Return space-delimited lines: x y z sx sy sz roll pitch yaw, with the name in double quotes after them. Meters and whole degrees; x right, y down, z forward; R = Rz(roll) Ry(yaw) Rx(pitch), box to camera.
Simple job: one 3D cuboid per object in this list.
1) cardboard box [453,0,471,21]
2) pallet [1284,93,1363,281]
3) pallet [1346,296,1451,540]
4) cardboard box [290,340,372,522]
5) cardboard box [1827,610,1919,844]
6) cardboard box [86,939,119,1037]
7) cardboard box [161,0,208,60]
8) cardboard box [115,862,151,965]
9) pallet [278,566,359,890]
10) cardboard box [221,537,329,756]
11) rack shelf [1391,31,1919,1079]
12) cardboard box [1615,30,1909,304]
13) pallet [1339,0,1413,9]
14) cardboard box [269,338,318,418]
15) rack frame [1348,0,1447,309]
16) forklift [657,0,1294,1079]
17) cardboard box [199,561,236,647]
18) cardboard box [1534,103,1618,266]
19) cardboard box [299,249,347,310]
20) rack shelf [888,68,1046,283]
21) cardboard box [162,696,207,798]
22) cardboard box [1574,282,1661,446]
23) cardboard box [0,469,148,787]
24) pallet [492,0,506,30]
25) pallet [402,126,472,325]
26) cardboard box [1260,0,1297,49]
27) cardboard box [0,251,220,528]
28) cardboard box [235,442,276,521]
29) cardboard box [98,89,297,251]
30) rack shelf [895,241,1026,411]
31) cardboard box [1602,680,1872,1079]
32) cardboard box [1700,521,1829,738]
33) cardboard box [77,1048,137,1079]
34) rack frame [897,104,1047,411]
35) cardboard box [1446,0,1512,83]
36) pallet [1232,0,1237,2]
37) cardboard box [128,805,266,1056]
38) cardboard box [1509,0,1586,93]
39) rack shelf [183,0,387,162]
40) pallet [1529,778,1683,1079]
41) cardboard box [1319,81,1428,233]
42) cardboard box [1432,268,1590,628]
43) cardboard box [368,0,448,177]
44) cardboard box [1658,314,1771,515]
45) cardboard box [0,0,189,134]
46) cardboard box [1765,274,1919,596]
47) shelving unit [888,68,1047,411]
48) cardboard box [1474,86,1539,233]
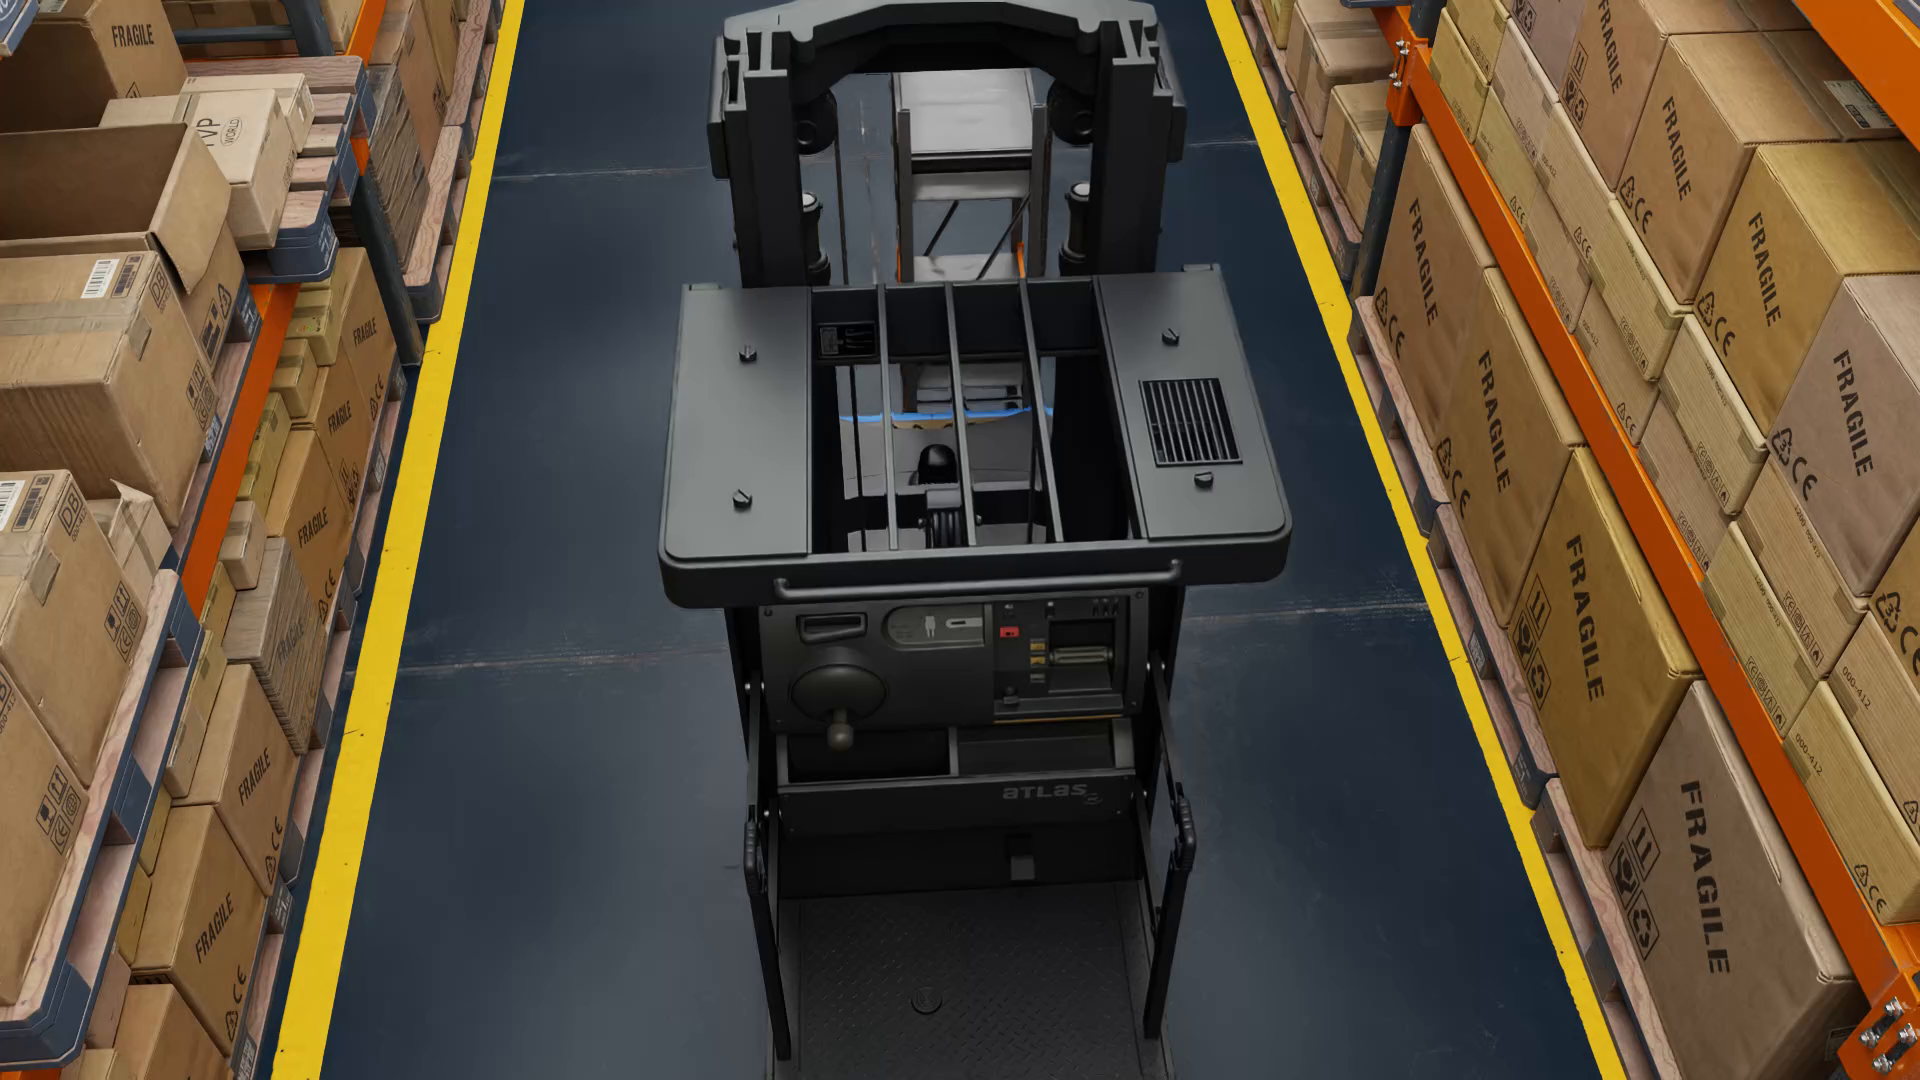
-2.973 -3.048 8.417 0.875 0.625 0.625 -4 47 -4 "cardboard box"
2.132 -1.676 7.692 1.003 0.211 1.213 -3 47 -3 "pallet"
2.187 -0.536 6.612 1.003 0.211 1.213 -3 47 -3 "pallet"
-2.469 -0.394 5.990 0.500 0.500 0.500 -4 47 -4 "cardboard box"
2.251 0.400 3.564 0.500 0.250 0.500 -4 47 -3 "cardboard box"
-2.250 1.058 3.963 0.380 0.149 0.250 -6 47 -5 "cardboard box"
-3.043 -2.023 6.204 0.500 0.250 0.500 -4 47 -4 "cardboard box"
-2.313 0.965 4.256 0.380 0.149 0.250 -6 47 -5 "cardboard box"
-2.626 0.617 5.521 1.003 0.211 1.213 -3 47 -3 "pallet"
-2.361 0.359 5.277 0.500 0.500 0.500 -5 47 -5 "cardboard box"
2.363 -0.375 5.035 1.077 0.370 4.000 -3 47 -3 "rack shelf"
2.111 -0.977 4.352 0.500 0.500 0.500 -3 47 -3 "cardboard box"
2.030 -2.513 6.696 1.213 0.211 1.003 -3 47 -3 "pallet"
-2.425 -0.542 5.683 0.380 0.149 0.250 -5 47 -5 "cardboard box"
2.196 -2.070 6.144 1.000 3.000 0.127 -3 47 -3 "rack frame"
0.005 0.395 3.857 1.130 2.935 3.031 -3 47 -2 "forklift"
-2.404 0.211 4.970 0.380 0.149 0.250 -3 47 -3 "cardboard box"
2.064 -1.073 4.959 0.500 0.250 0.500 -4 47 -3 "cardboard box"
-2.456 -0.931 6.052 0.380 0.149 0.250 -6 47 -5 "cardboard box"
0.016 -1.086 4.886 0.431 0.518 0.480 -3 47 -3 "rack shelf"
-2.334 0.584 4.617 0.380 0.149 0.250 -4 47 -3 "cardboard box"
2.129 -0.541 4.800 0.500 0.250 0.500 -3 47 -3 "cardboard box"
-2.276 0.212 3.625 0.700 0.500 0.500 -3 47 -3 "cardboard box"
-2.985 -3.170 9.107 1.003 0.211 1.213 -3 47 -3 "pallet"
-2.780 -1.404 7.435 1.003 0.211 1.213 -3 47 -3 "pallet"
2.031 -2.802 8.359 0.950 0.372 0.625 -2 47 -2 "cardboard box"
-2.342 -0.356 4.163 0.700 0.500 0.500 -4 47 -3 "cardboard box"
-2.426 -0.168 5.329 0.380 0.149 0.250 -4 47 -4 "cardboard box"
-2.339 -1.114 5.054 0.500 0.250 0.500 -5 47 -5 "cardboard box"
0.016 -0.605 5.395 0.431 0.518 0.480 -3 47 -3 "rack shelf"
2.399 0.967 4.442 0.875 0.875 0.875 -2 47 -2 "cardboard box"
2.200 0.198 4.100 0.500 0.250 0.500 -4 47 -4 "cardboard box"
-2.180 1.345 3.896 0.380 0.149 0.250 -1 47 -1 "cardboard box"
0.031 -0.438 5.218 0.400 2.100 0.015 -3 47 -3 "rack frame"
1.992 -1.808 5.656 0.500 0.250 0.500 -4 47 -4 "cardboard box"
1.928 -3.442 9.364 1.003 0.211 1.213 -3 47 -3 "pallet"
-2.286 1.096 4.579 0.500 0.500 0.500 -4 47 -4 "cardboard box"
2.045 -1.718 5.053 0.500 0.500 0.500 -3 47 -3 "cardboard box"
-2.918 -2.965 7.487 1.077 0.370 4.000 -3 47 -3 "rack shelf"
2.391 1.230 4.940 1.003 0.211 1.213 -3 47 -3 "pallet"
2.158 -1.720 7.333 0.950 0.372 0.625 -6 47 -6 "cardboard box"
2.241 -0.333 5.674 0.875 0.875 0.875 -3 47 -3 "cardboard box"
-2.851 -2.017 7.441 0.875 0.625 0.625 -2 47 -2 "cardboard box"
2.153 -0.336 4.261 0.500 0.250 0.500 -2 47 -2 "cardboard box"
-2.863 -1.562 5.305 0.500 0.500 0.500 -2 47 -1 "cardboard box"
2.192 -0.236 3.650 0.500 0.500 0.500 -3 47 -3 "cardboard box"
0.016 -0.615 5.385 0.431 2.100 0.503 -3 47 -3 "shelving unit"
2.047 -1.278 5.498 0.500 0.250 0.500 -5 47 -4 "cardboard box"
